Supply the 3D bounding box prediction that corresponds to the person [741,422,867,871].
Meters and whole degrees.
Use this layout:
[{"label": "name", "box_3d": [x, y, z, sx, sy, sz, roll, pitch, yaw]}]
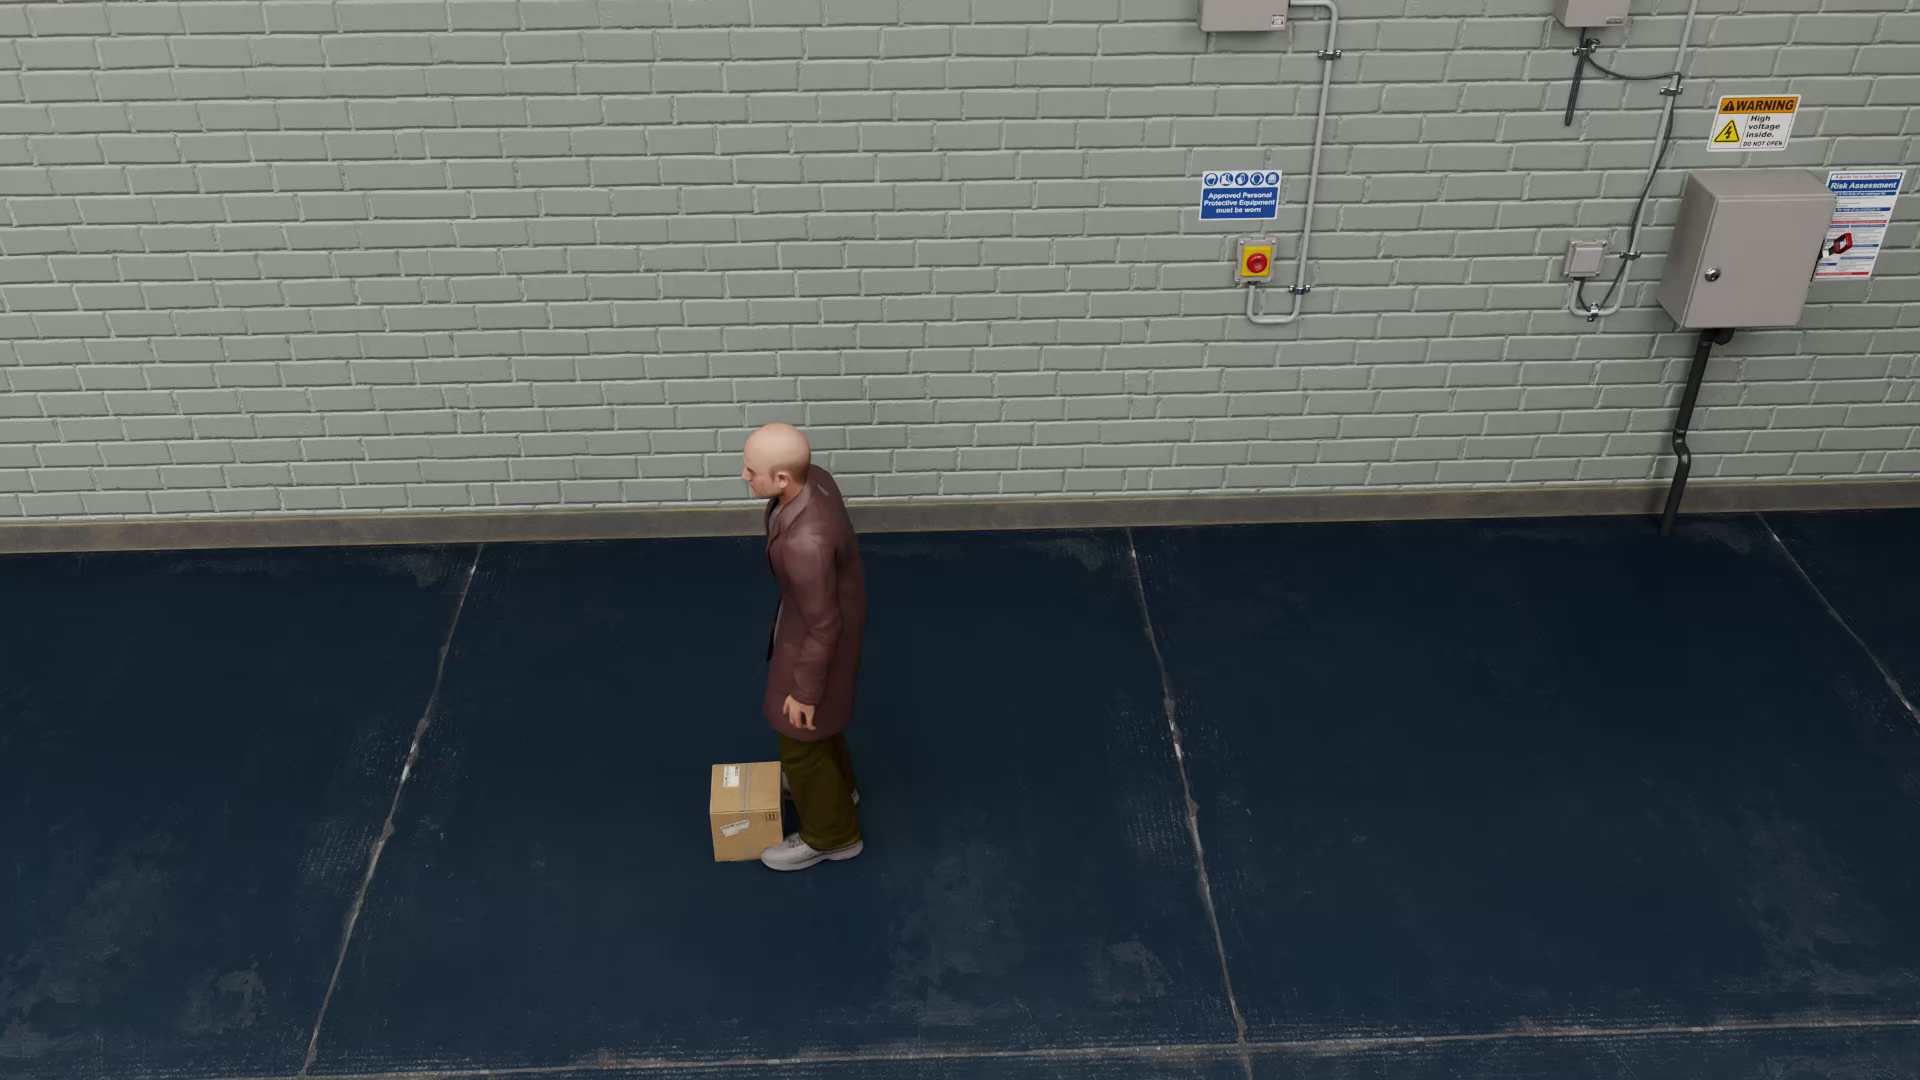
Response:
[{"label": "person", "box_3d": [-0.522, 0.364, 5.634, 0.424, 1.773, 0.653, -3, 35, -5]}]
